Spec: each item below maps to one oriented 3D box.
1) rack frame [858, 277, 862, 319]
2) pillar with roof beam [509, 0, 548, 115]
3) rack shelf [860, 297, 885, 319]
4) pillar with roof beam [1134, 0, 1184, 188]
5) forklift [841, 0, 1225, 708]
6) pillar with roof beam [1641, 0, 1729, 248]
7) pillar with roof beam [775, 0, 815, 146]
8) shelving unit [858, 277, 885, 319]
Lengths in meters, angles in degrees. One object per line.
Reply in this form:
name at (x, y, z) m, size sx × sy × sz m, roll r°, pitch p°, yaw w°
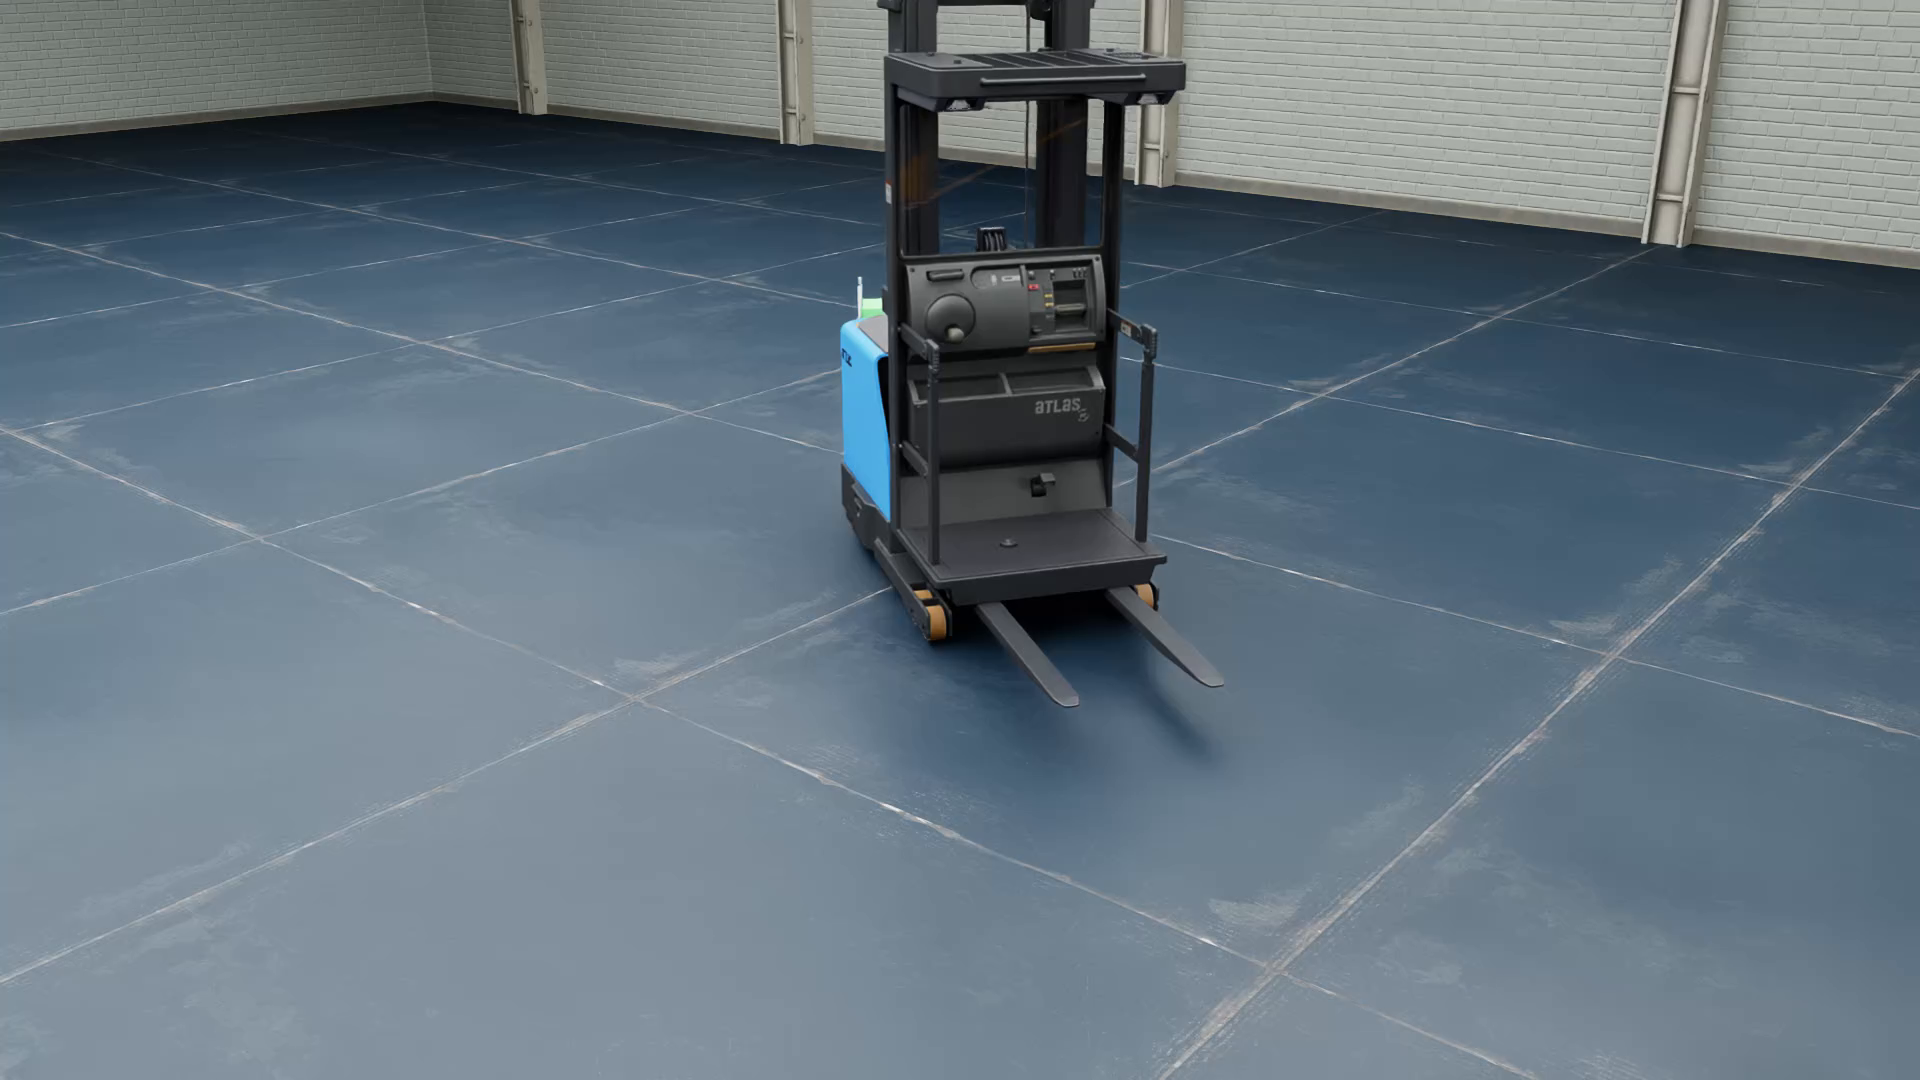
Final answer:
rack frame at (-0.541, -0.829, 9.166) m, size 0.015 × 1.200 × 0.240 m, roll -1°, pitch 21°, yaw -3°
pillar with roof beam at (-9.672, -9.992, 22.410) m, size 0.400 × 9.000 × 9.100 m, roll 16°, pitch 26°, yaw 36°
rack shelf at (-0.298, -1.222, 9.030) m, size 0.480 × 0.148 × 0.258 m, roll -1°, pitch 21°, yaw -3°
pillar with roof beam at (-0.376, -7.314, 15.311) m, size 0.400 × 9.000 × 9.100 m, roll 16°, pitch 26°, yaw 36°
forklift at (0.280, -1.071, 7.353) m, size 1.130 × 2.935 × 3.031 m, roll -6°, pitch 22°, yaw -16°
pillar with roof beam at (4.273, -5.976, 11.761) m, size 0.400 × 9.000 × 9.100 m, roll 16°, pitch 26°, yaw 36°
pillar with roof beam at (-5.024, -8.653, 18.861) m, size 0.400 × 9.000 × 9.100 m, roll 16°, pitch 26°, yaw 36°
shelving unit at (-0.298, -0.833, 9.177) m, size 0.503 × 1.200 × 0.258 m, roll -1°, pitch 21°, yaw -3°
